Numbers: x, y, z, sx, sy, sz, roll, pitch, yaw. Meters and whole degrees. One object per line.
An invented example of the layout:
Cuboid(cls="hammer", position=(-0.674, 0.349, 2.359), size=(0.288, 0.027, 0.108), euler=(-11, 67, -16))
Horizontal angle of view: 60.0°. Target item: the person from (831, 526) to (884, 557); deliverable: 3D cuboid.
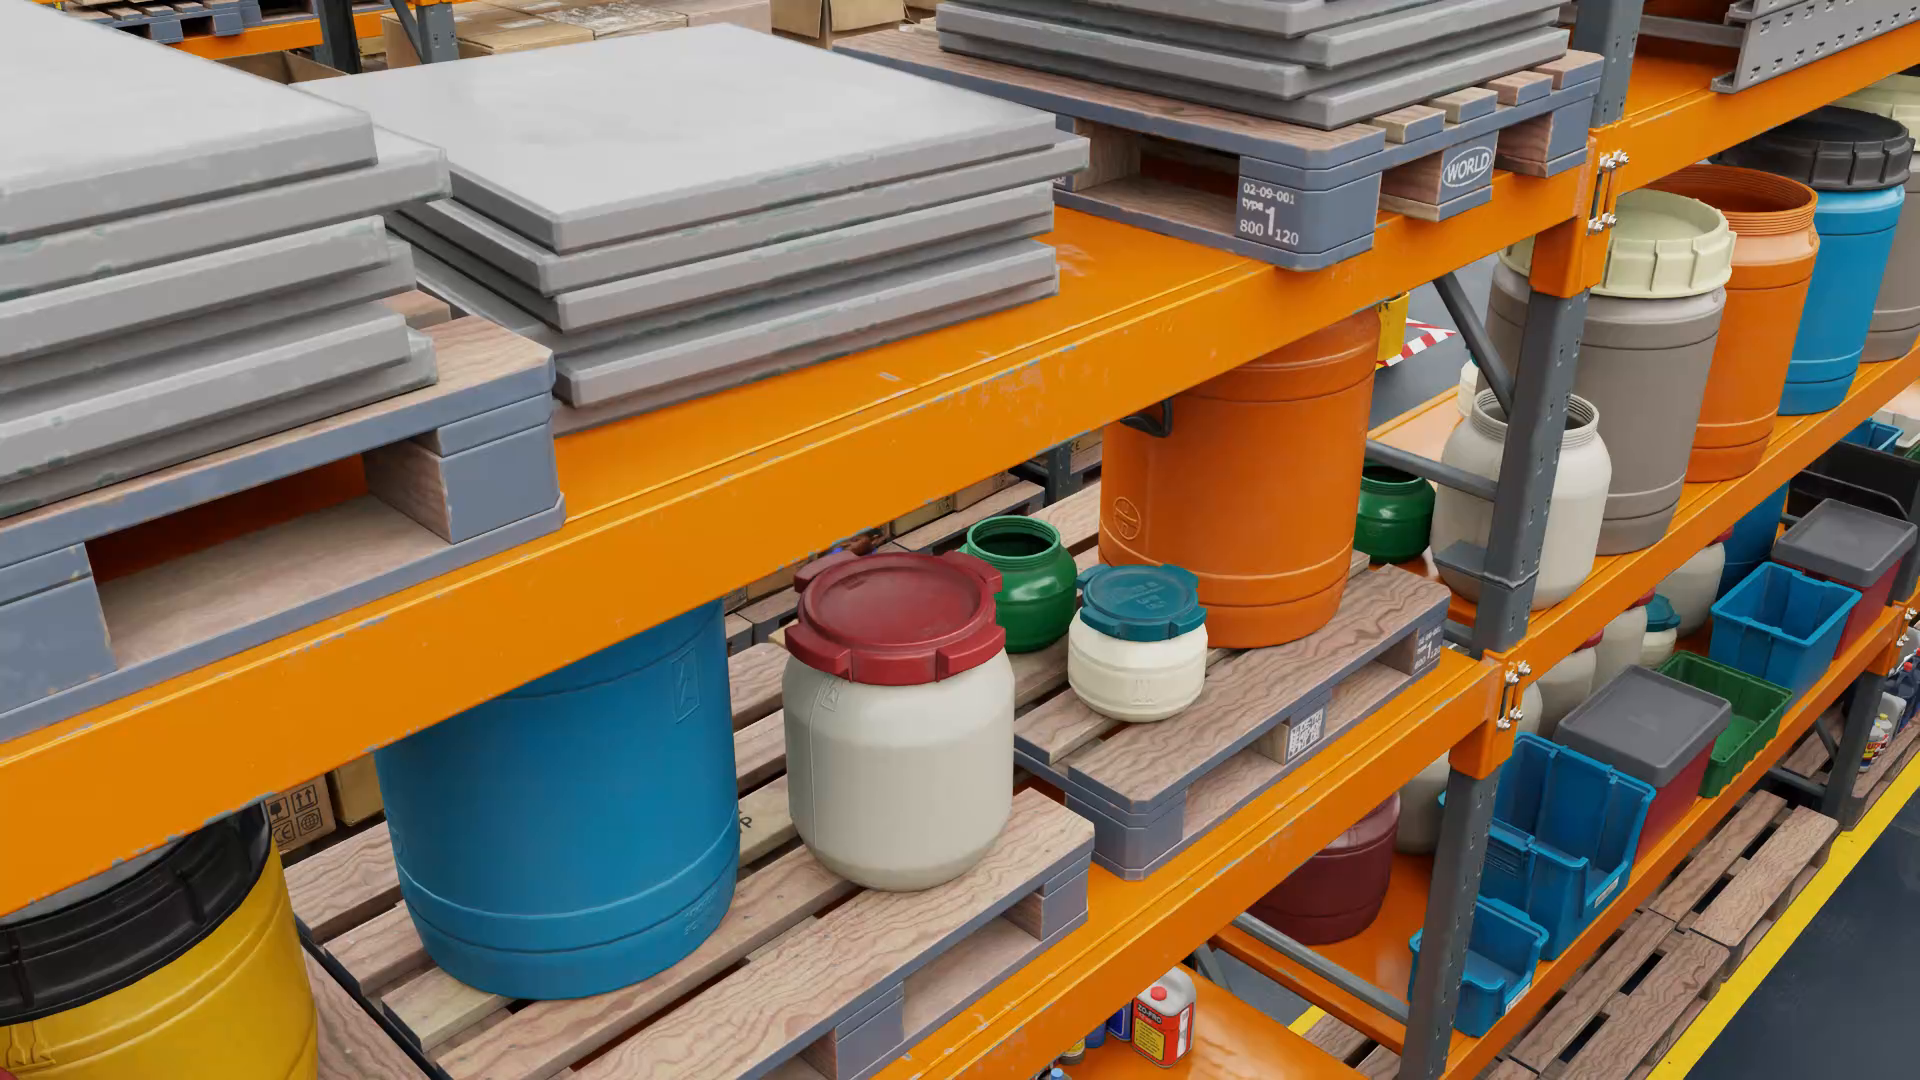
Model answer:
Cuboid(cls="person", position=(-0.553, 0.586, 7.738), size=(0.520, 1.577, 0.451), euler=(-25, 37, -38))
